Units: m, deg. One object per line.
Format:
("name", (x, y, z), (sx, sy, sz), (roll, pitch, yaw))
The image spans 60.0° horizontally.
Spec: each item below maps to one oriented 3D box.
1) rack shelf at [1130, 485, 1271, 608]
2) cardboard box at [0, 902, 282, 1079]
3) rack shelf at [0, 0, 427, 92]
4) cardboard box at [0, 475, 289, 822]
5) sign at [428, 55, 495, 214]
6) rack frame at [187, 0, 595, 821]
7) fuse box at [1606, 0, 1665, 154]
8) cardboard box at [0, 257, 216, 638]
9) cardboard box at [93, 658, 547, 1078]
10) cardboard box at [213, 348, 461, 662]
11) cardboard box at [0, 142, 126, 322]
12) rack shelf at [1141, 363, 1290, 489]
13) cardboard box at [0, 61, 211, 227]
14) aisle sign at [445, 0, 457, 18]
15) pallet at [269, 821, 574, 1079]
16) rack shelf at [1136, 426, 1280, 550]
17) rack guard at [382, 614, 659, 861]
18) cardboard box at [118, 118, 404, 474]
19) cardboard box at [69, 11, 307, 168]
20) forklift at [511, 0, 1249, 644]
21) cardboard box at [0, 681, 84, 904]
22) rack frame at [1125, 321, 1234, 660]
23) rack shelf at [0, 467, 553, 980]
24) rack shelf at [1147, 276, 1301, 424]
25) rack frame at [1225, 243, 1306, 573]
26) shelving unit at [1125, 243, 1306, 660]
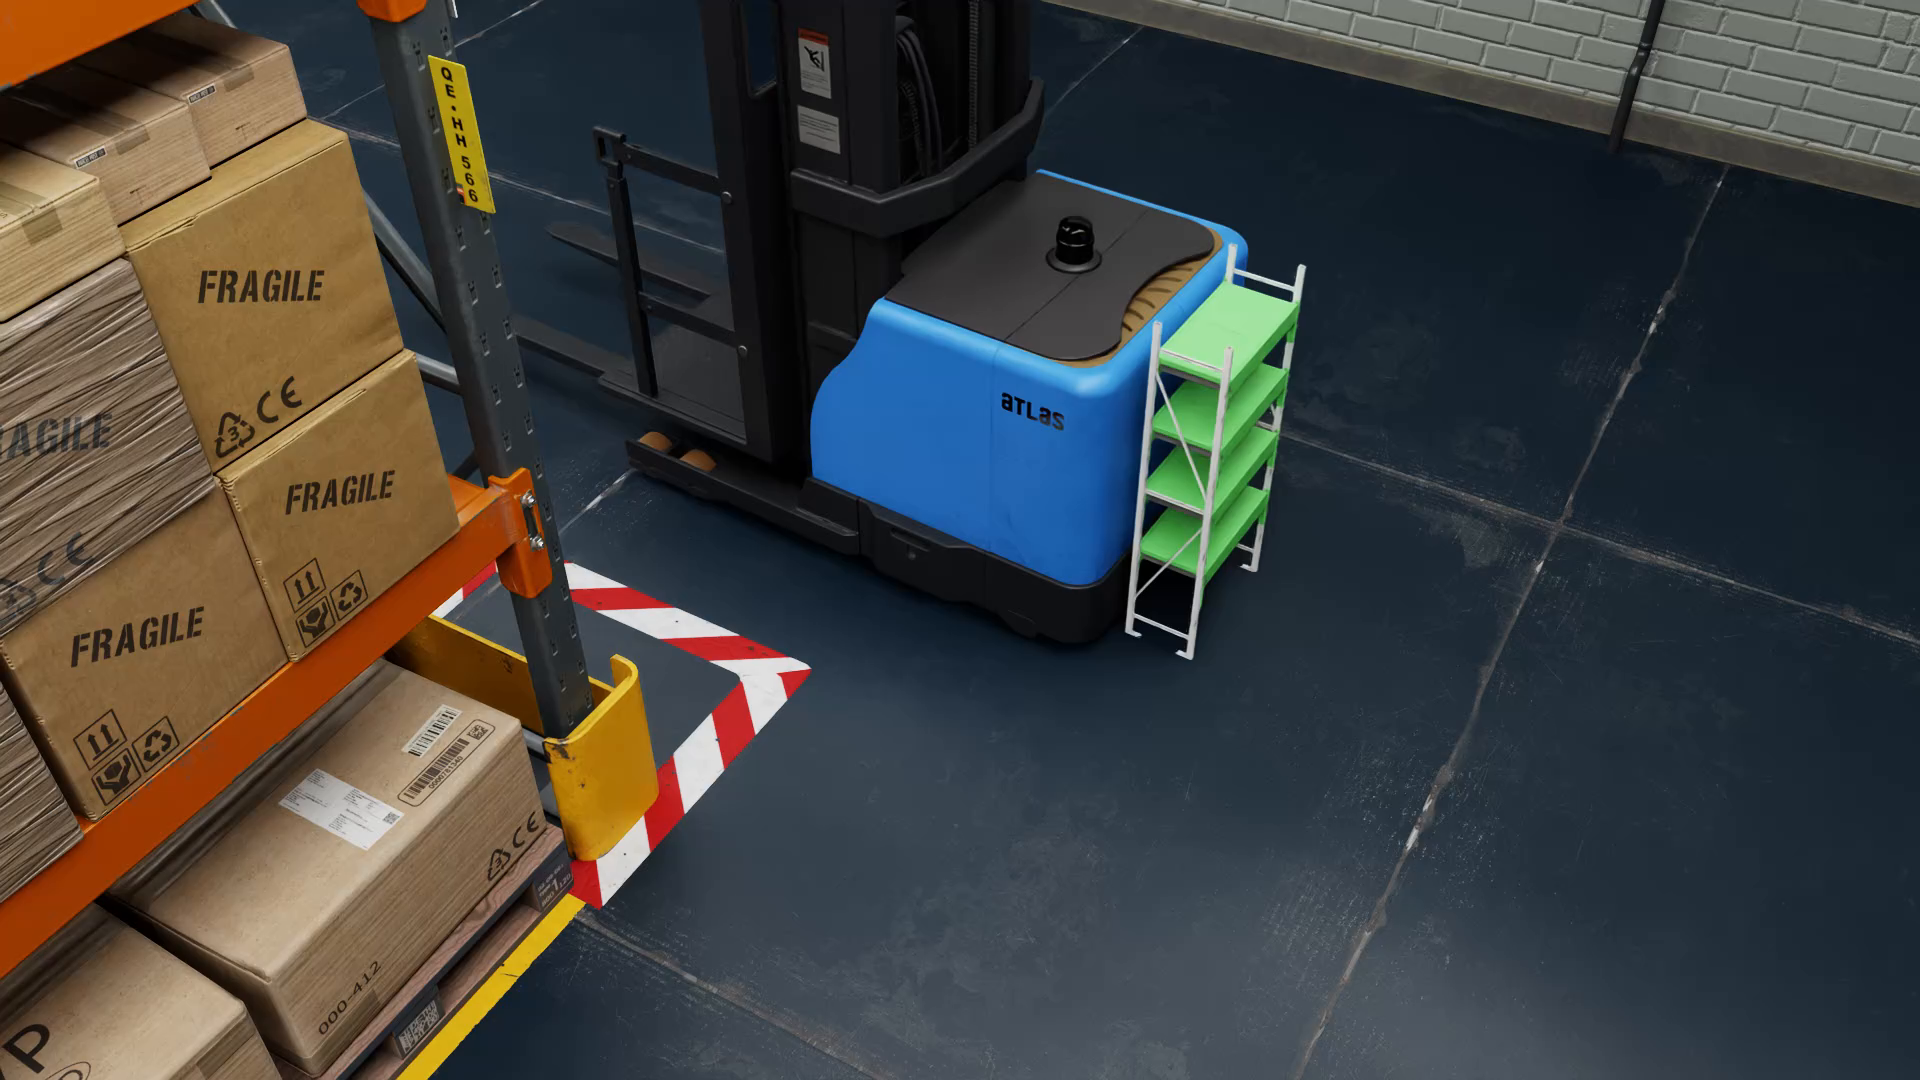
("rack shelf", (0.772, -0.020, 5.325), (0.258, 0.148, 0.480), (23, 46, 24))
("cardboard box", (-2.161, 1.265, 3.665), (0.875, 0.438, 0.875), (22, 46, 23))
("rack shelf", (-2.468, -0.187, 1.968), (1.077, 0.370, 4.000), (21, 45, 22))
("cardboard box", (-1.743, 0.132, 3.255), (0.500, 0.500, 0.500), (20, 45, 21))
("sign", (-1.004, -0.812, 3.347), (0.100, 0.325, 0.005), (21, 45, 22))
("rack frame", (-1.467, -0.476, 4.021), (1.000, 3.000, 0.127), (21, 45, 22))
("fuse box", (3.080, -2.449, 7.236), (0.539, 1.711, 0.414), (21, 45, 22))
("cardboard box", (-1.738, -0.226, 2.904), (0.500, 0.500, 0.500), (21, 46, 22))
("cardboard box", (-1.710, 0.739, 4.263), (0.875, 0.438, 0.875), (19, 45, 21))
("cardboard box", (-1.479, -0.150, 3.575), (0.500, 0.500, 0.500), (21, 46, 22))
("cardboard box", (-1.635, -0.532, 2.761), (0.380, 0.149, 0.250), (20, 45, 22))
("rack shelf", (0.772, -0.381, 5.008), (0.258, 0.148, 0.480), (23, 46, 24))
("cardboard box", (-1.579, -0.708, 2.961), (0.380, 0.149, 0.250), (22, 46, 23))
("aisle sign", (-1.162, -1.390, 3.092), (0.394, 0.787, 0.004), (21, 45, 22))
("pallet", (-1.799, 1.054, 4.394), (1.003, 0.211, 1.213), (21, 45, 22))
("rack shelf", (0.772, -0.200, 5.166), (0.258, 0.148, 0.480), (23, 46, 24))
("rack guard", (-1.455, 0.448, 4.863), (1.175, 0.500, 0.348), (21, 45, 22))
("cardboard box", (-1.502, -0.534, 3.255), (0.500, 0.500, 0.500), (22, 46, 23))
("cardboard box", (-1.473, -0.861, 3.135), (0.380, 0.149, 0.250), (22, 46, 23))
("forklift", (-0.592, -1.523, 5.261), (3.031, 2.935, 1.130), (23, 46, 24))
("cardboard box", (-1.992, 0.430, 2.917), (0.500, 0.500, 0.500), (22, 46, 23))
("rack frame", (0.642, -0.112, 4.969), (0.240, 1.200, 0.015), (23, 46, 24))
("rack shelf", (-2.468, 0.938, 2.959), (1.077, 0.370, 4.000), (21, 45, 22))
("rack shelf", (0.772, -0.561, 4.849), (0.258, 0.148, 0.480), (23, 46, 24))
("rack frame", (0.903, -0.385, 5.279), (0.240, 1.200, 0.015), (23, 46, 24))
("shelving unit", (0.772, -0.248, 5.124), (0.258, 1.200, 0.503), (23, 46, 24))
